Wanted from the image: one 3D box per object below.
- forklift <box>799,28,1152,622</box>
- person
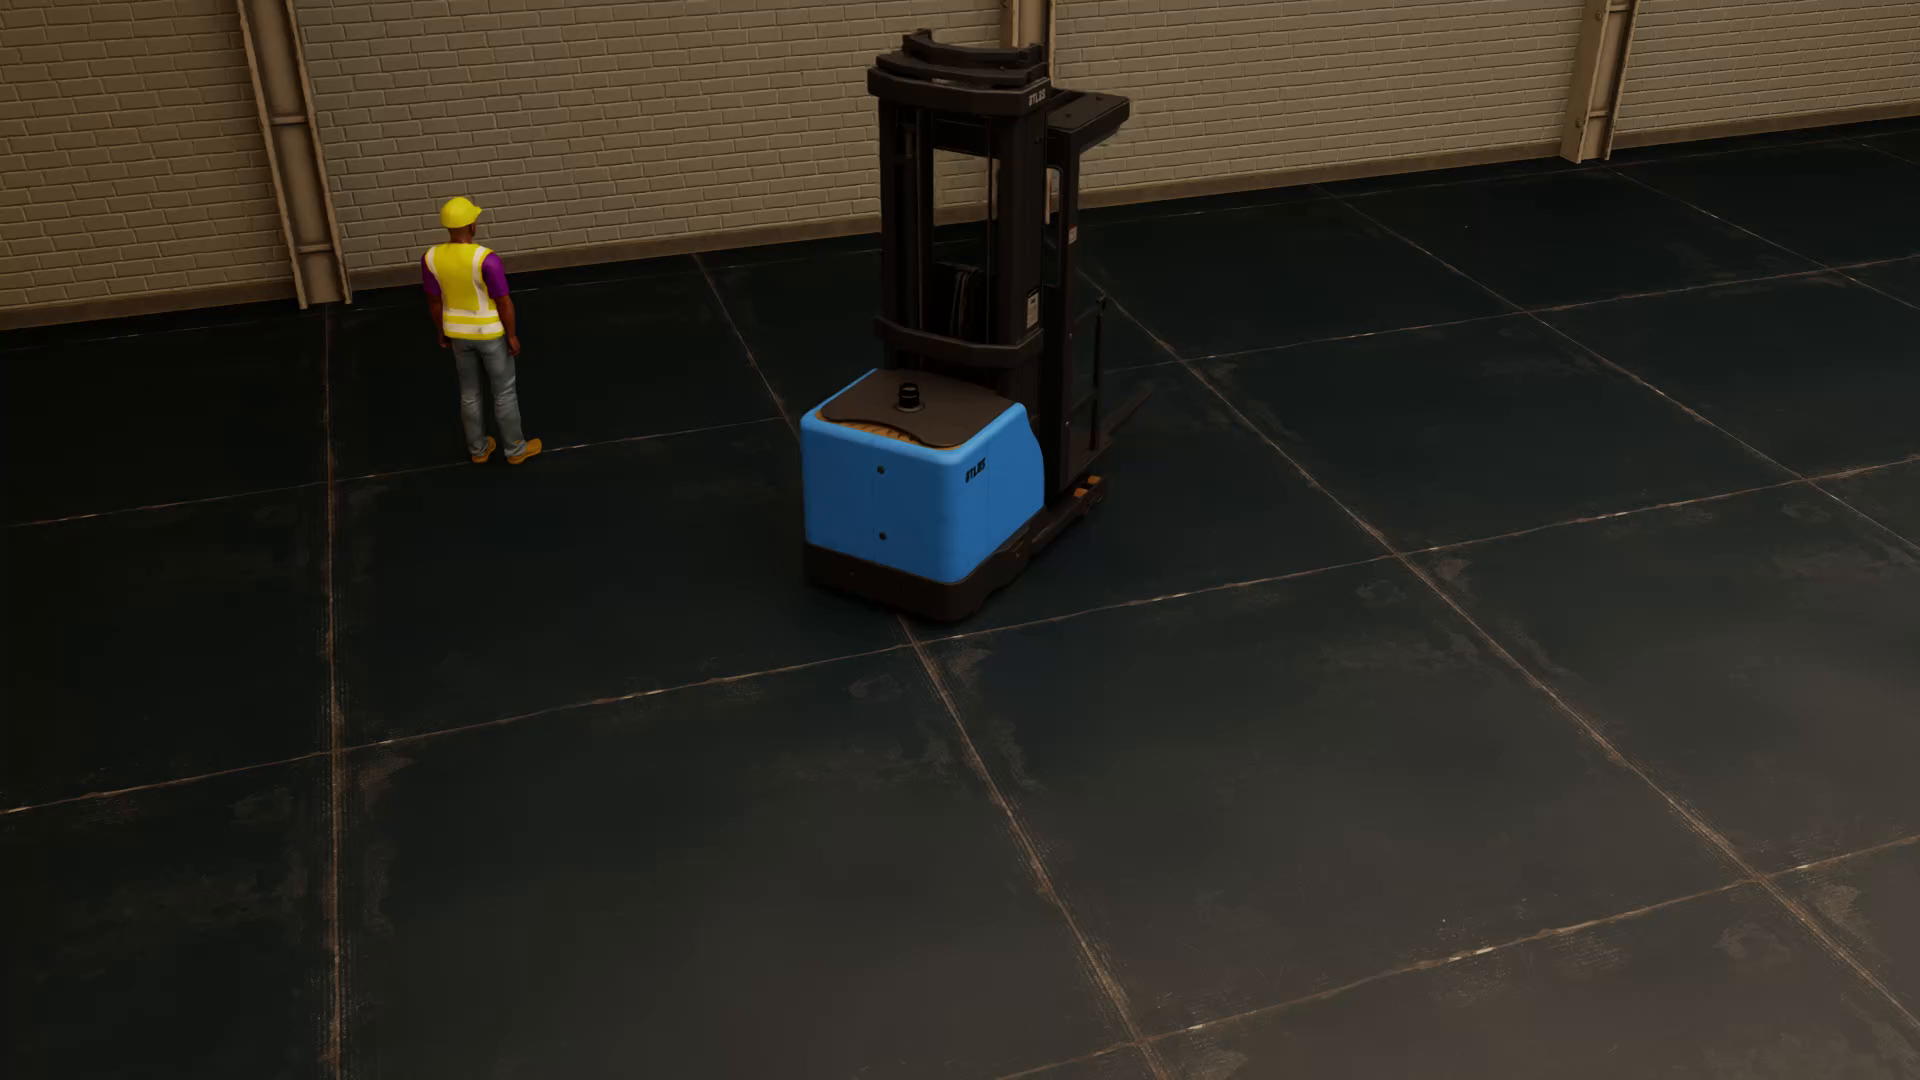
[{"bbox_3d":[0.271,-1.527,9.740,1.130,2.935,3.031,16,33,25],"label":"forklift"},{"bbox_3d":[-3.049,-1.320,10.551,0.553,1.771,0.378,5,30,9],"label":"person"}]
